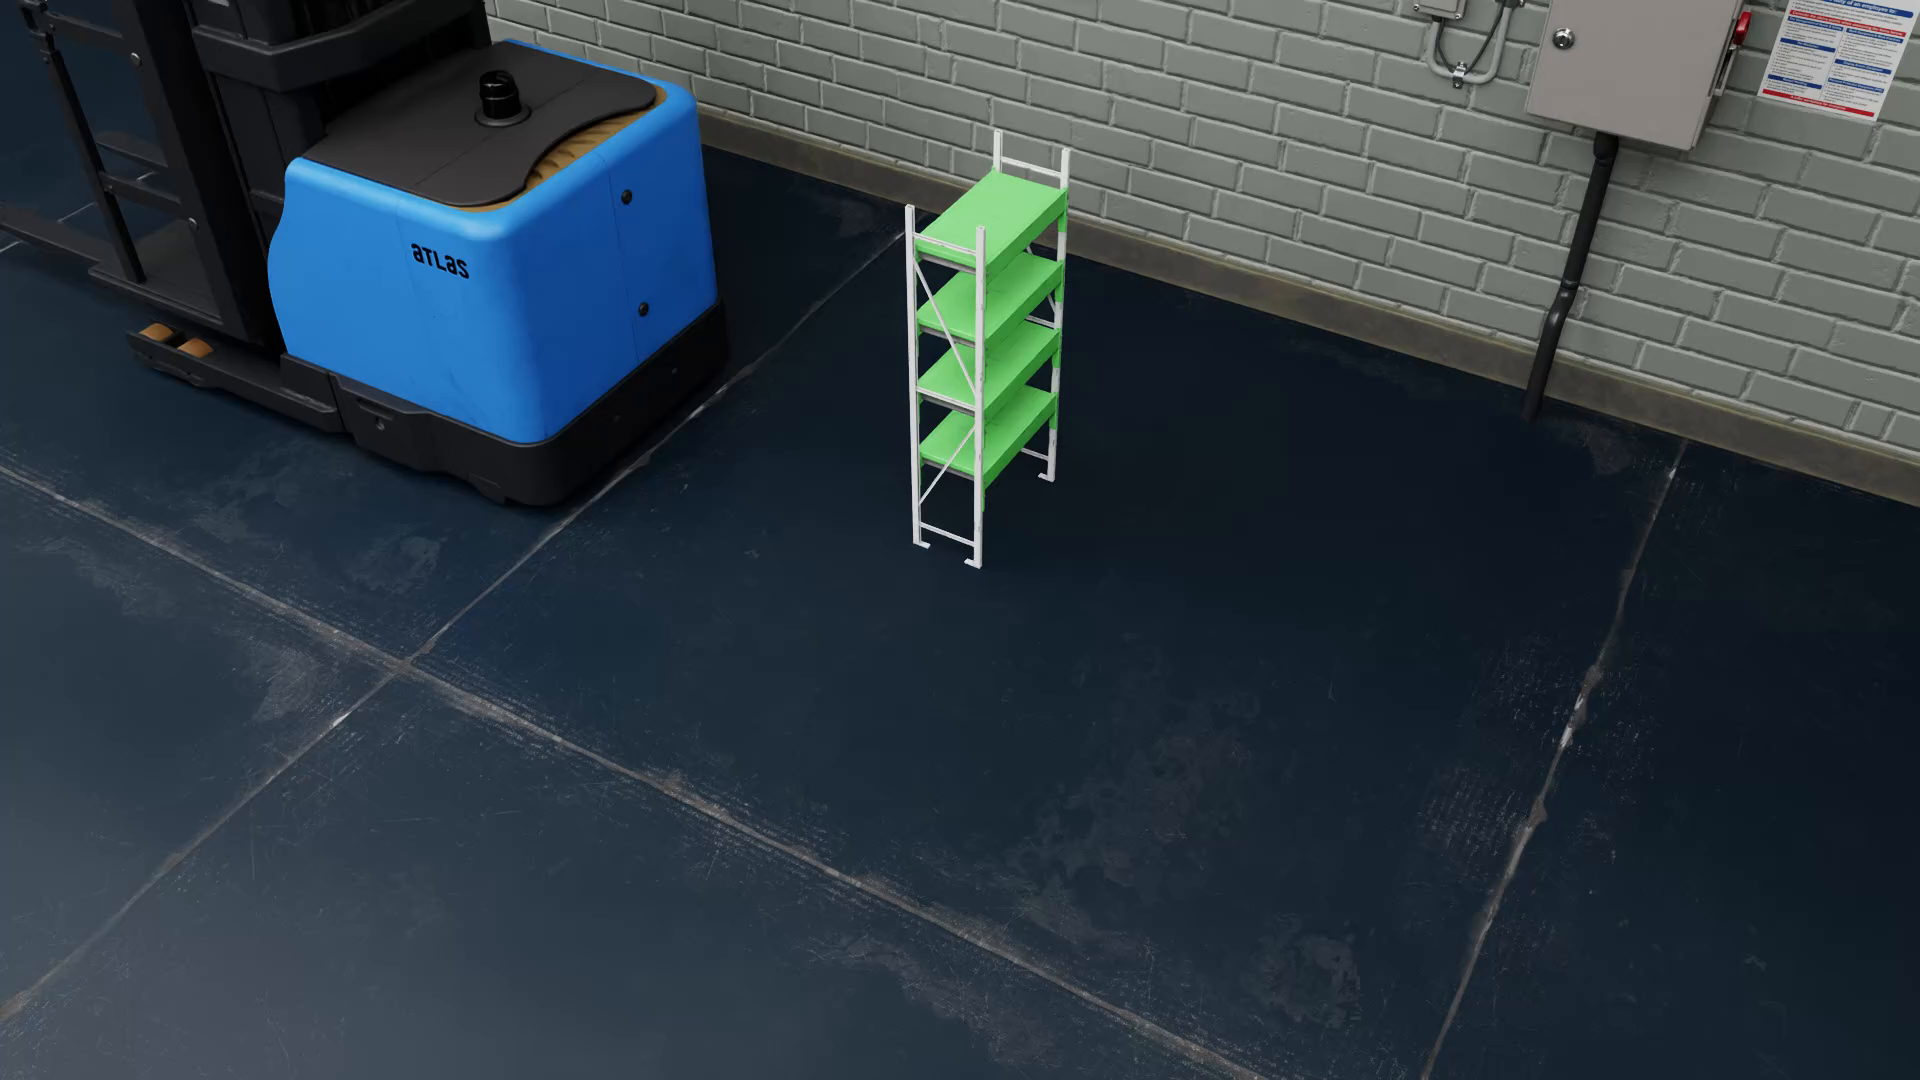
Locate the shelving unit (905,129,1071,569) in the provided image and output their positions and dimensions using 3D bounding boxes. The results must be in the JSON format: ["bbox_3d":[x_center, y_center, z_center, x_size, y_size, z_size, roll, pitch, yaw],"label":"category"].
[{"bbox_3d":[0.083,-0.545,4.961,0.258,1.200,0.503,21,45,22],"label":"shelving unit"}]

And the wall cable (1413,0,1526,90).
[{"bbox_3d":[1.455,-2.223,4.736,0.588,1.984,0.122,21,45,22],"label":"wall cable"}]

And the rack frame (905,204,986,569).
[{"bbox_3d":[-0.039,-0.405,4.802,0.240,1.200,0.015,21,45,22],"label":"rack frame"}]

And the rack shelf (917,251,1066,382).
[{"bbox_3d":[0.083,-0.677,4.845,0.258,0.148,0.480,21,45,22],"label":"rack shelf"}]

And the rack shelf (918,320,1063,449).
[{"bbox_3d":[0.083,-0.497,5.003,0.258,0.148,0.480,21,45,22],"label":"rack shelf"}]

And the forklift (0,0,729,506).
[{"bbox_3d":[-2.356,-1.921,5.214,3.031,2.935,1.130,20,45,22],"label":"forklift"}]

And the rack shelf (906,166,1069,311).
[{"bbox_3d":[0.083,-0.857,4.686,0.258,0.148,0.480,21,45,22],"label":"rack shelf"}]

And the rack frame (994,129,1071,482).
[{"bbox_3d":[0.205,-0.685,5.120,0.240,1.200,0.015,21,45,22],"label":"rack frame"}]

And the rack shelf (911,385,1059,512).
[{"bbox_3d":[0.083,-0.317,5.162,0.258,0.148,0.480,21,45,22],"label":"rack shelf"}]

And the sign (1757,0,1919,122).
[{"bbox_3d":[2.499,-1.446,4.694,0.329,0.494,0.001,21,45,22],"label":"sign"}]

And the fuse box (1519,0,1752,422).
[{"bbox_3d":[1.967,-1.043,5.139,0.539,1.711,0.414,21,45,22],"label":"fuse box"}]
